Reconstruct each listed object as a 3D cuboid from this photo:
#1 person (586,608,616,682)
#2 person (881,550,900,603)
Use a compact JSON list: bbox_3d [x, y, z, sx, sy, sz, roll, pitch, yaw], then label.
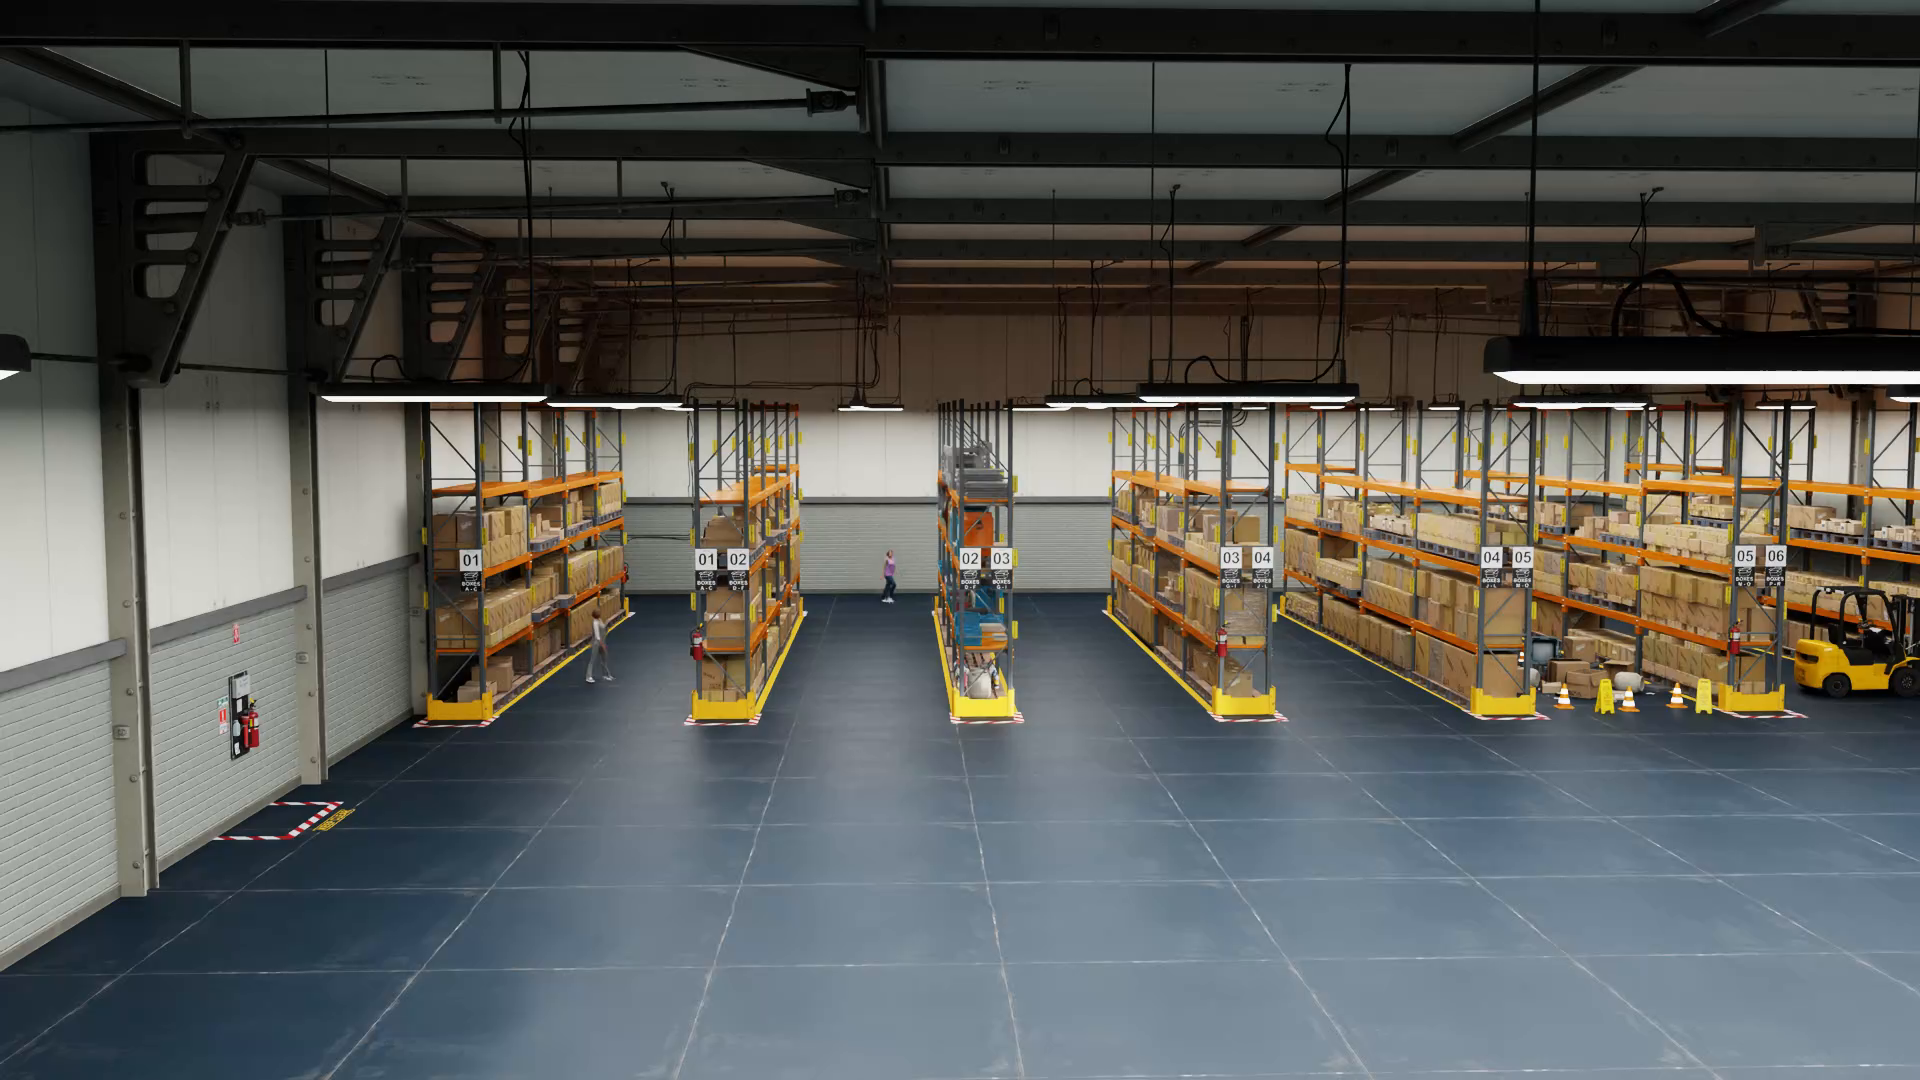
[{"bbox_3d":[-7.714,2.246,35.564,0.528,1.607,0.580,1,4,11],"label":"person"},{"bbox_3d":[-2.116,1.112,50.387,0.573,1.600,0.397,1,4,13],"label":"person"}]
